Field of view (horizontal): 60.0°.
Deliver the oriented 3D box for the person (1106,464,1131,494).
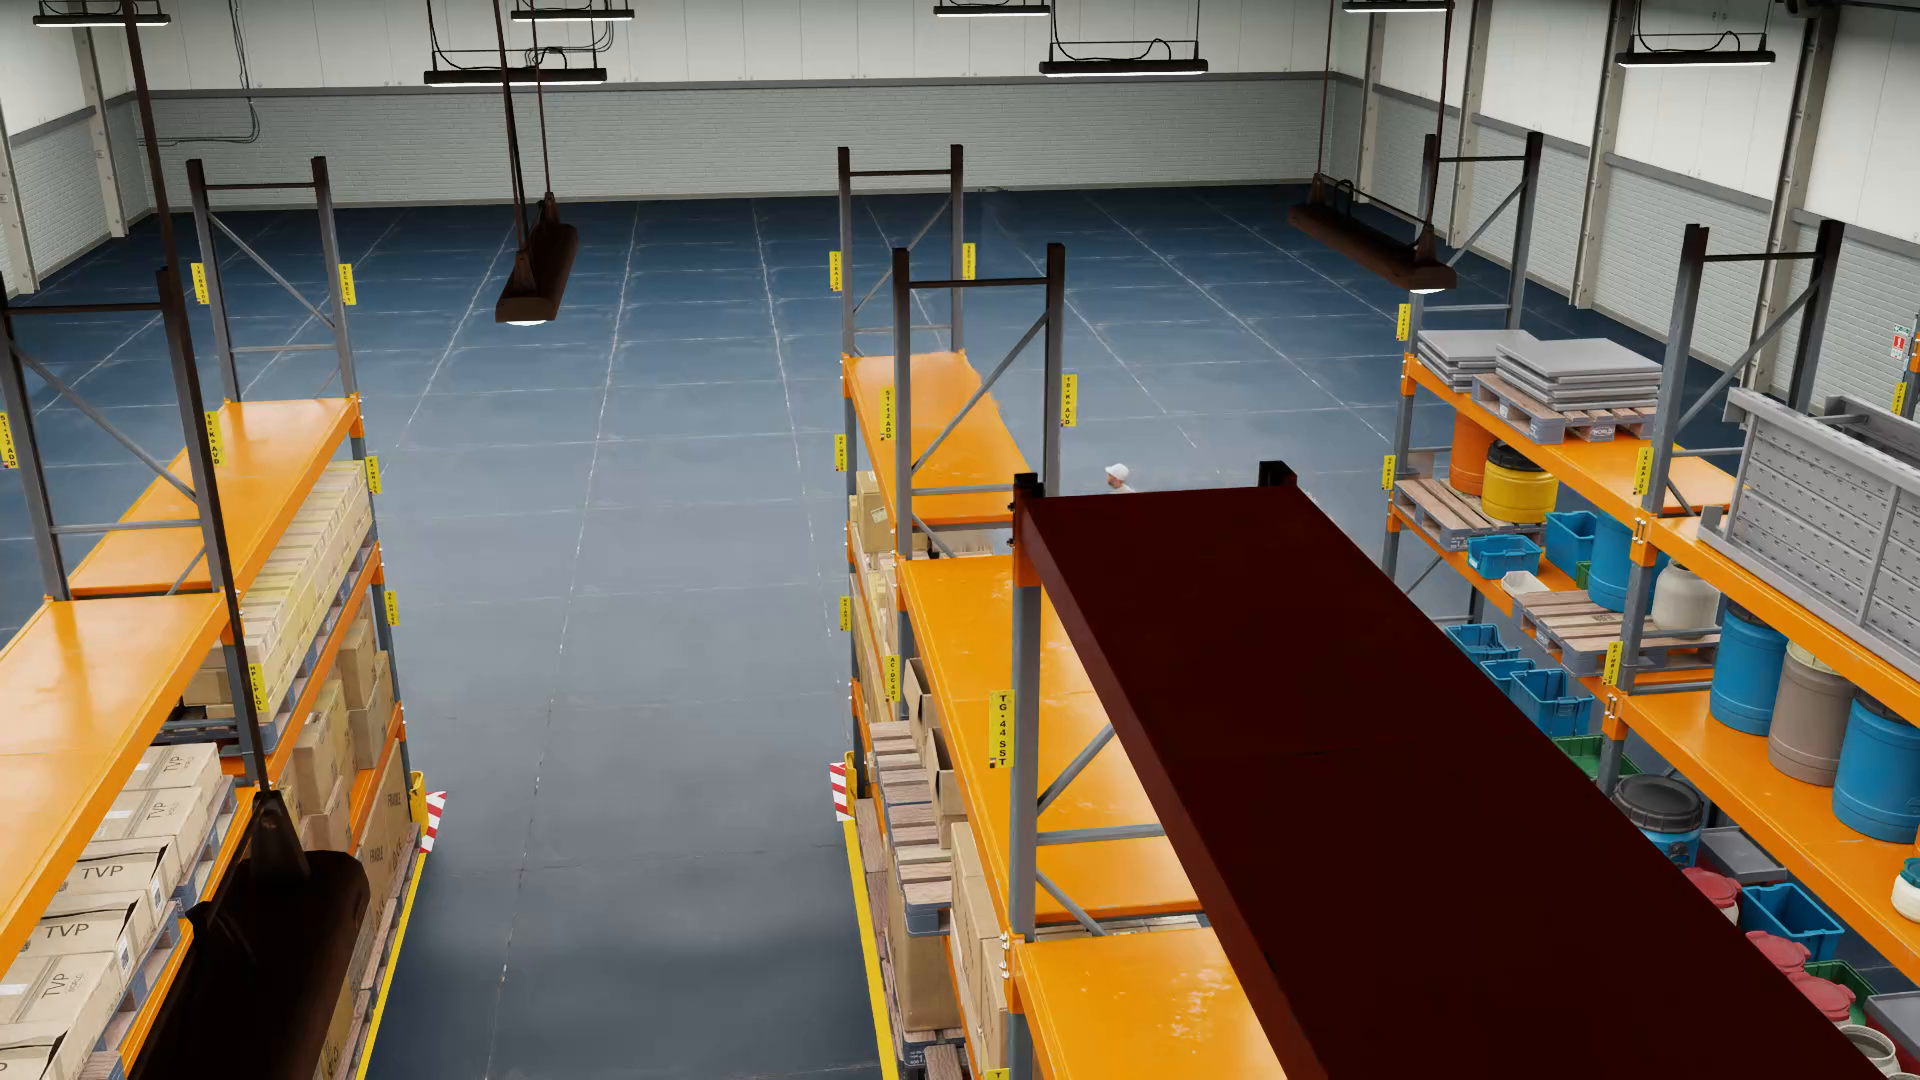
[{"bbox_3d":[1.753,-0.025,19.283,0.716,1.798,0.639,10,24,24],"label":"person"}]
